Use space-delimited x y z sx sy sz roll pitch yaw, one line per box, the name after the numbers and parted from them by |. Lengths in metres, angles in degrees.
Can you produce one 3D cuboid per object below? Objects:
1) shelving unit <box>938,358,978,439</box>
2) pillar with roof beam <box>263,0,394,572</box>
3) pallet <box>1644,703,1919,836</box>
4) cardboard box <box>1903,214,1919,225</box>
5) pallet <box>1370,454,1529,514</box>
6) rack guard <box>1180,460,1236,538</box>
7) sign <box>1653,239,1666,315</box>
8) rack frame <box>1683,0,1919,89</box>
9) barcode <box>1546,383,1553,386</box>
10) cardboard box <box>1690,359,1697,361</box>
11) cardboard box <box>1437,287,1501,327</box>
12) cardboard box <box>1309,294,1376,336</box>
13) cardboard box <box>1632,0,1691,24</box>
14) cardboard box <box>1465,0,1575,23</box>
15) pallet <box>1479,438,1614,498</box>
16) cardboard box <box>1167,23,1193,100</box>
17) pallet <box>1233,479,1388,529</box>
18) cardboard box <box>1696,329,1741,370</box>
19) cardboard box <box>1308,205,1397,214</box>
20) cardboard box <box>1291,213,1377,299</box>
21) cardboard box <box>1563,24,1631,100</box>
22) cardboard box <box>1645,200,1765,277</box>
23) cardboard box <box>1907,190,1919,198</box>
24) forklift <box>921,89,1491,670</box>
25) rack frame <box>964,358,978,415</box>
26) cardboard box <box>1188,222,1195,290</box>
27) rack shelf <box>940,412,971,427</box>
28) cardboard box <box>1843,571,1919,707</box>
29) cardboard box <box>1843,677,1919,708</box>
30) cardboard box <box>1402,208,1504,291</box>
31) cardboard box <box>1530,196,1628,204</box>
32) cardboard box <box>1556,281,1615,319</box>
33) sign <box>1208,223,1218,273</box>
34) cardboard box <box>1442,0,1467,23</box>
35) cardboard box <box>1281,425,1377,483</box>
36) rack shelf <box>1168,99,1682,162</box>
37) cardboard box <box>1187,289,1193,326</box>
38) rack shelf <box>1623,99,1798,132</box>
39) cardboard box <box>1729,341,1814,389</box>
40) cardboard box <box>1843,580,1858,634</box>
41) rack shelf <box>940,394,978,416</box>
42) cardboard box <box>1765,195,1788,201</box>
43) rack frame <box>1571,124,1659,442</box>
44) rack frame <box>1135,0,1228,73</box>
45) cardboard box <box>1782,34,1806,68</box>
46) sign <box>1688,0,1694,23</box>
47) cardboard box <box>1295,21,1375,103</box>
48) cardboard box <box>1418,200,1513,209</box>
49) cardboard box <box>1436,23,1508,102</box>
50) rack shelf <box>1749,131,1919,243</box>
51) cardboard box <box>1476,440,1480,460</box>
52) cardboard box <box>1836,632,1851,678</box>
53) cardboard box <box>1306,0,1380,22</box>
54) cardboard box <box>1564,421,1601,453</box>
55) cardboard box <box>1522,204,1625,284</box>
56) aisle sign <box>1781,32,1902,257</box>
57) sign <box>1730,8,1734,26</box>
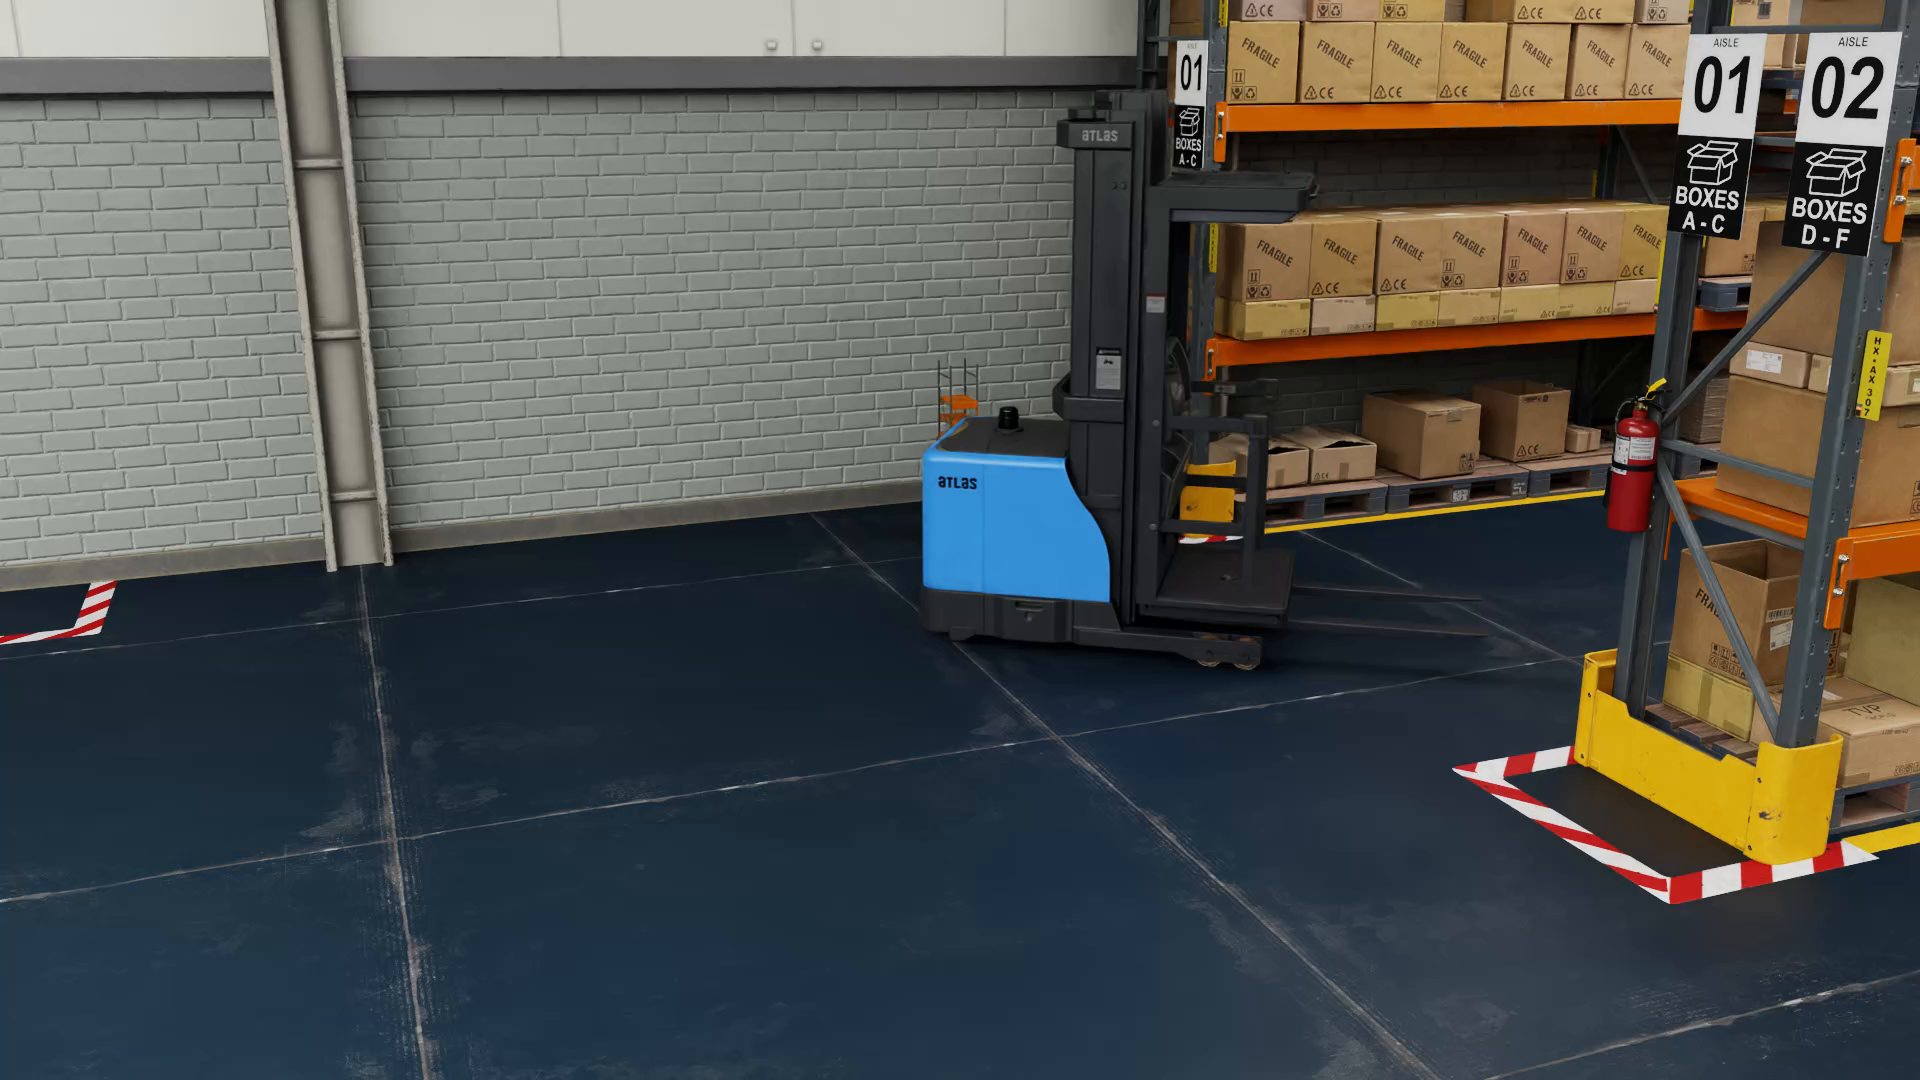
-0.014 -0.574 10.924 0.189 1.200 0.258 -6 17 -20 | shelving unit
-2.293 -3.047 5.502 0.400 9.000 9.100 -6 17 -20 | pillar with roof beam
3.900 0.945 7.505 1.213 0.211 1.003 -6 17 -20 | pallet
4.180 -1.079 6.967 0.500 0.500 0.700 -7 18 -22 | cardboard box
3.405 -0.472 12.330 1.213 0.211 1.003 -6 17 -20 | pallet
1.496 -0.416 11.627 0.348 0.500 1.175 -6 17 -20 | rack guard
3.020 -1.118 7.106 0.005 0.325 0.100 -6 17 -20 | sign
3.201 -3.183 5.966 0.127 3.000 1.000 -6 17 -20 | rack frame
4.570 -1.185 12.897 0.075 0.075 0.001 -6 17 -20 | barcode
6.306 -1.166 13.402 0.500 0.500 0.700 -7 18 -21 | cardboard box
3.425 -1.667 11.682 0.500 0.250 0.500 -6 17 -20 | cardboard box
2.474 -1.567 11.341 0.500 0.250 0.500 -7 18 -22 | cardboard box
4.789 -3.866 11.627 0.500 0.500 0.500 -8 18 -25 | cardboard box
3.798 -3.752 11.240 0.500 0.500 0.500 -7 18 -22 | cardboard box
4.546 -0.596 12.753 1.213 0.211 1.003 -6 17 -20 | pallet
1.724 -3.213 11.179 0.500 0.500 0.500 -5 17 -16 | cardboard box
2.267 -0.350 11.915 1.213 0.211 1.003 -6 17 -20 | pallet
6.252 -1.506 13.228 0.500 0.250 0.500 -7 18 -21 | cardboard box
2.744 -2.110 11.859 0.500 0.500 0.500 -7 18 -22 | cardboard box
2.444 -1.921 11.217 0.500 0.500 0.500 -6 17 -20 | cardboard box
4.300 -3.344 11.625 0.500 0.500 0.500 -8 18 -25 | cardboard box
5.648 -2.312 12.690 0.500 0.500 0.700 -6 17 -20 | cardboard box
7.948 -2.560 13.533 0.500 0.500 0.700 -8 18 -25 | cardboard box
1.356 -0.887 8.916 3.031 2.935 1.130 4 17 13 | forklift
0.072 -0.583 10.956 0.006 1.200 0.240 -6 17 -20 | rack frame
1.789 -2.008 11.514 0.500 0.500 0.500 -6 18 -21 | cardboard box
-0.014 -0.762 10.869 0.180 0.103 0.258 -6 17 -20 | rack shelf
4.248 0.407 7.193 0.500 0.500 0.500 -6 17 -20 | cardboard box
4.247 0.766 7.300 0.500 0.250 0.500 -6 17 -20 | cardboard box
3.406 -2.027 11.576 0.500 0.500 0.500 -6 17 -18 | cardboard box
4.647 -2.316 12.560 0.500 0.500 0.500 -7 18 -21 | cardboard box
4.358 -1.773 12.043 0.500 0.250 0.500 -6 17 -20 | cardboard box
1.619 -1.880 10.641 0.005 0.325 0.100 -6 17 -20 | sign
3.180 -3.847 11.563 0.500 0.500 0.500 -6 17 -20 | cardboard box
2.636 -0.632 11.918 0.500 0.311 0.500 -5 17 -15 | cardboard box
3.293 -2.903 11.614 4.000 0.370 1.077 -6 17 -20 | rack shelf
1.792 -1.643 11.601 0.500 0.250 0.500 -6 17 -19 | cardboard box
7.028 -3.307 12.987 4.000 0.370 1.077 -6 17 -20 | rack shelf
3.490 -0.752 7.008 0.250 0.149 0.380 -6 18 -21 | cardboard box
4.524 0.216 7.842 0.500 0.500 0.500 -6 17 -20 | cardboard box
-0.014 -0.877 10.835 0.180 0.103 0.258 -6 17 -20 | rack shelf
6.776 -2.441 13.130 0.500 0.500 0.700 -4 17 -12 | cardboard box
5.160 -2.011 12.622 0.127 3.000 1.000 -6 17 -20 | rack frame
1.425 -4.486 10.403 0.127 3.000 1.000 -6 17 -20 | rack frame
6.274 -3.705 12.480 0.500 0.311 0.500 -6 17 -18 | cardboard box
3.020 -2.275 6.766 0.005 0.325 0.100 -6 17 -20 | sign
2.341 -3.117 10.852 0.500 0.500 0.500 -5 17 -16 | cardboard box
3.695 -2.216 12.220 0.500 0.500 0.500 -6 17 -19 | cardboard box
3.317 -3.230 11.237 0.500 0.500 0.500 -5 17 -17 | cardboard box
5.069 -1.600 7.177 4.000 0.370 1.077 -6 17 -20 | rack shelf
3.660 -0.698 12.431 0.250 0.149 0.380 -8 18 -25 | cardboard box
4.059 0.628 7.771 0.500 0.250 0.500 -6 17 -20 | cardboard box
2.358 -3.596 10.710 0.500 0.500 0.500 -6 18 -21 | cardboard box
4.671 -0.801 12.749 0.250 0.166 0.380 -9 18 -27 | cardboard box
4.365 -2.127 11.919 0.500 0.500 0.500 -6 17 -20 | cardboard box
3.249 -1.465 6.148 0.004 0.787 0.394 -6 17 -20 | aisle sign
5.362 -3.556 11.643 0.005 0.325 0.100 -6 17 -20 | sign
